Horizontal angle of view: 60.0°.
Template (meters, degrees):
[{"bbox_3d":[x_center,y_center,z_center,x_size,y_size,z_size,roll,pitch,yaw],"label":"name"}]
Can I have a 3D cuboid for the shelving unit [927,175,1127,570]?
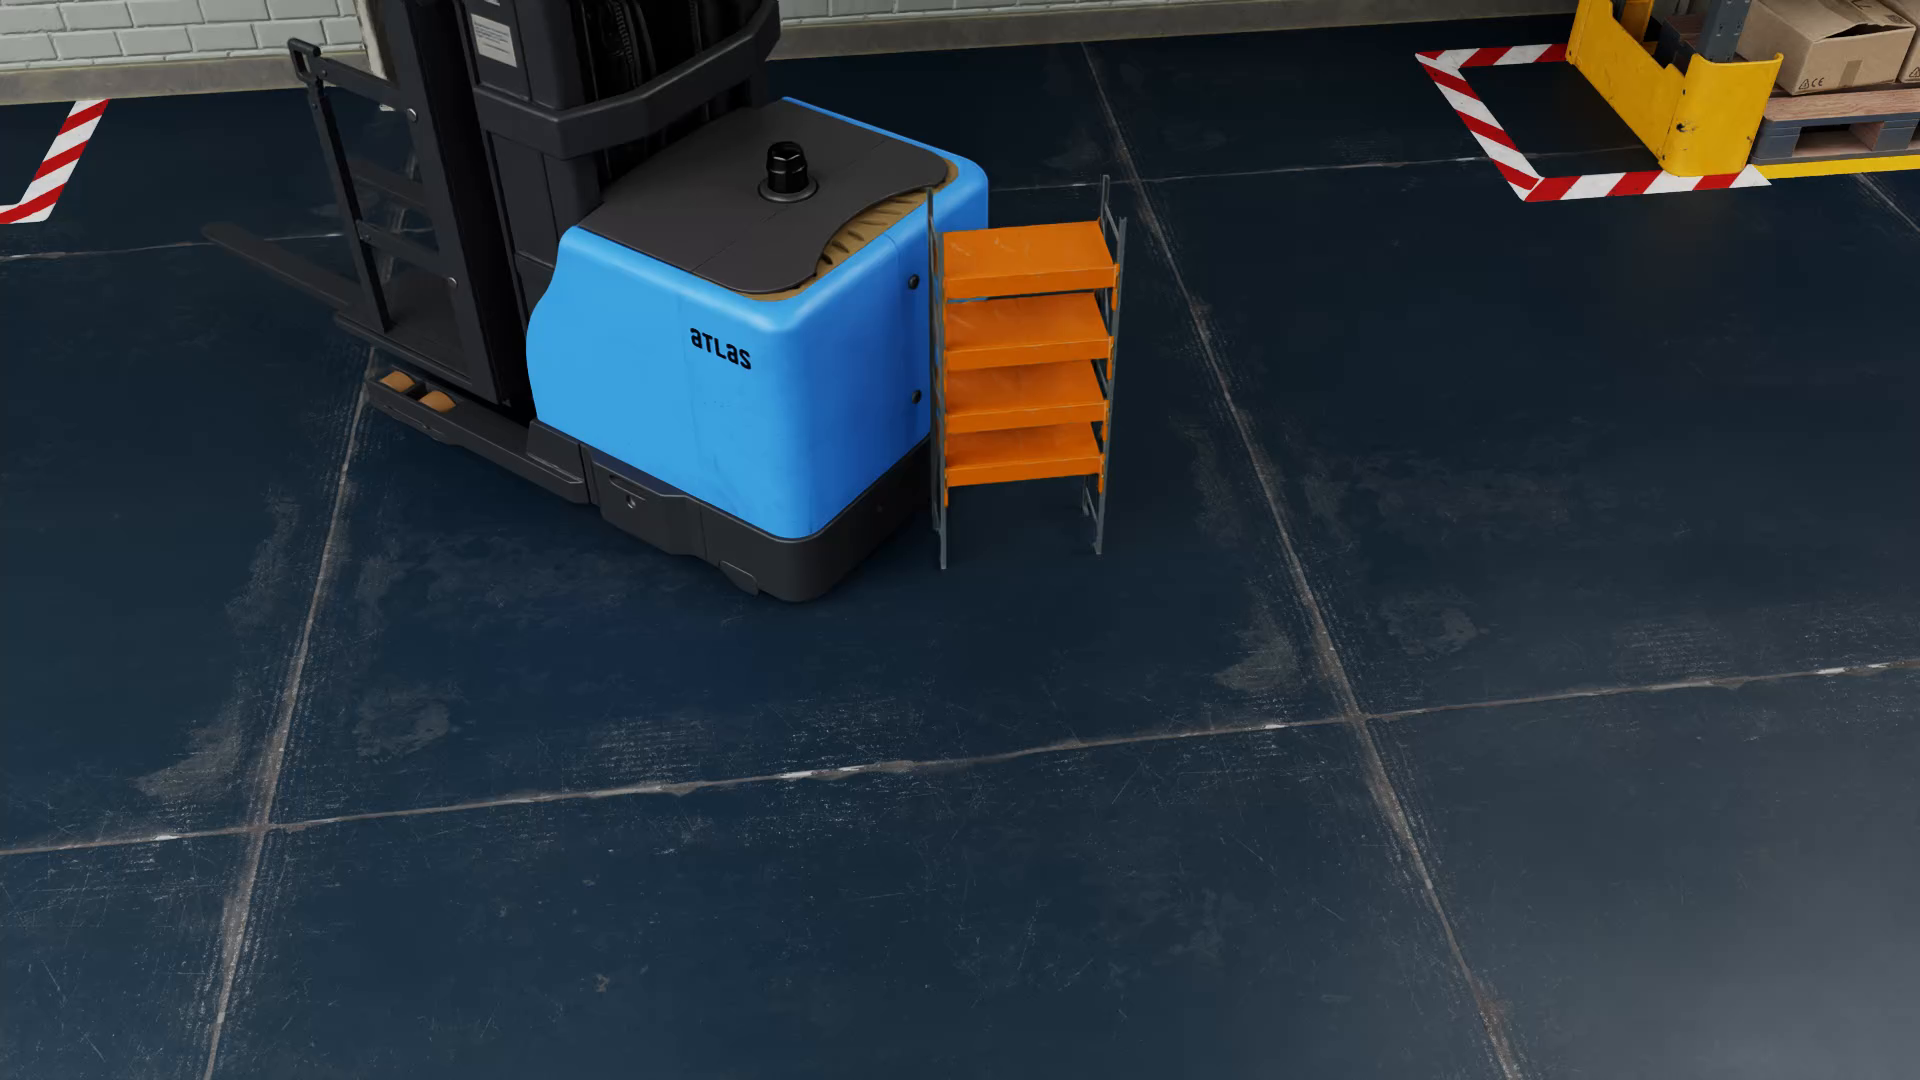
[{"bbox_3d":[0.175,-0.456,4.859,0.503,1.200,0.258,-5,42,-6],"label":"shelving unit"}]

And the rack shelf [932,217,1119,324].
[{"bbox_3d":[0.175,-0.748,4.596,0.480,0.148,0.258,-5,42,-6],"label":"rack shelf"}]

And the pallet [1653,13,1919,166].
[{"bbox_3d":[3.866,-2.035,7.348,1.213,0.211,1.003,-5,42,-6],"label":"pallet"}]

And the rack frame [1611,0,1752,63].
[{"bbox_3d":[2.981,-3.017,6.355,0.127,3.000,1.000,-5,42,-6],"label":"rack frame"}]

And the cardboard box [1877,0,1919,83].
[{"bbox_3d":[4.244,-2.231,7.163,0.500,0.311,0.500,-2,42,-2],"label":"cardboard box"}]

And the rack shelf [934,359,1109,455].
[{"bbox_3d":[0.175,-0.406,4.904,0.480,0.148,0.258,-5,42,-6],"label":"rack shelf"}]

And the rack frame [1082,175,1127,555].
[{"bbox_3d":[0.417,-0.478,4.885,0.015,1.200,0.240,-5,42,-6],"label":"rack frame"}]

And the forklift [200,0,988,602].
[{"bbox_3d":[-1.403,-1.688,4.934,3.031,2.935,1.130,25,48,25],"label":"forklift"}]

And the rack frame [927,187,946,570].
[{"bbox_3d":[-0.066,-0.433,4.834,0.015,1.200,0.240,-5,42,-6],"label":"rack frame"}]

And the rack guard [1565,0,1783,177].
[{"bbox_3d":[3.056,-2.095,7.200,0.348,0.500,1.175,-5,42,-6],"label":"rack guard"}]

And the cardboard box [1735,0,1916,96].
[{"bbox_3d":[3.678,-2.182,7.109,0.500,0.311,0.500,-9,43,-10],"label":"cardboard box"}]

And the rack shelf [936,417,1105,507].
[{"bbox_3d":[0.175,-0.258,5.037,0.480,0.148,0.258,-5,42,-6],"label":"rack shelf"}]

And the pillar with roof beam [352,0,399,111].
[{"bbox_3d":[-1.829,-2.500,1.303,0.400,9.000,9.100,-5,42,-6],"label":"pillar with roof beam"}]

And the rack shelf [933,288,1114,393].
[{"bbox_3d":[0.175,-0.572,4.755,0.480,0.148,0.258,-5,42,-6],"label":"rack shelf"}]
